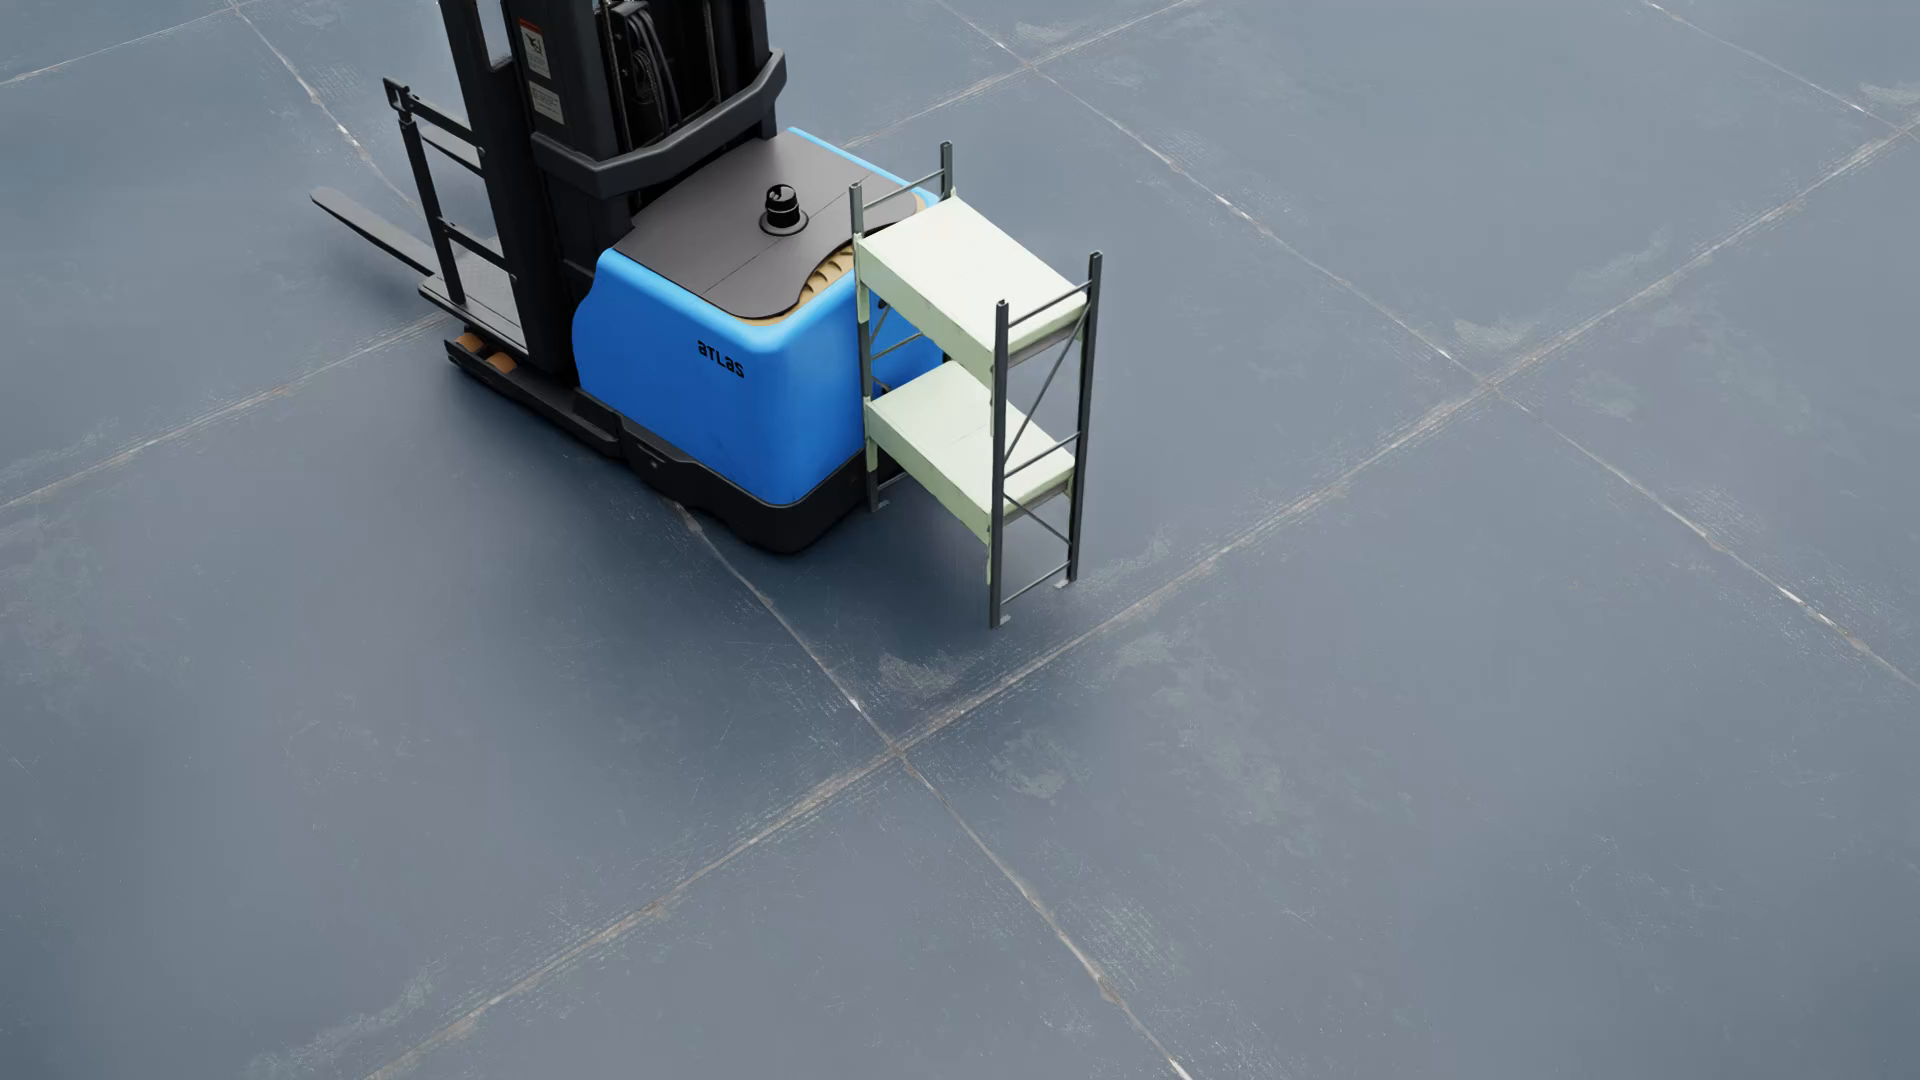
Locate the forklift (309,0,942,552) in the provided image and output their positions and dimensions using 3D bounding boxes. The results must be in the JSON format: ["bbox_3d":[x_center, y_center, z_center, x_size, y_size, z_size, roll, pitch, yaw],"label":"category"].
[{"bbox_3d":[-1.484,-1.860,5.958,3.031,2.935,1.130,31,55,25],"label":"forklift"}]

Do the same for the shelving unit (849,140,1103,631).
[{"bbox_3d":[0.040,-0.487,5.679,0.431,1.500,0.755,-30,55,-25],"label":"shelving unit"}]

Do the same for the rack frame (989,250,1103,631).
[{"bbox_3d":[0.267,-0.275,5.487,0.400,1.500,0.023,-30,55,-25],"label":"rack frame"}]

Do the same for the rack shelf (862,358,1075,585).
[{"bbox_3d":[0.040,-0.268,5.921,0.431,0.370,0.720,-30,55,-25],"label":"rack shelf"}]

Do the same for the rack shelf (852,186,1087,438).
[{"bbox_3d":[0.040,-0.749,5.390,0.431,0.370,0.720,-30,55,-25],"label":"rack shelf"}]

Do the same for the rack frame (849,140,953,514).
[{"bbox_3d":[-0.187,-0.700,5.872,0.400,1.500,0.023,-30,55,-25],"label":"rack frame"}]
